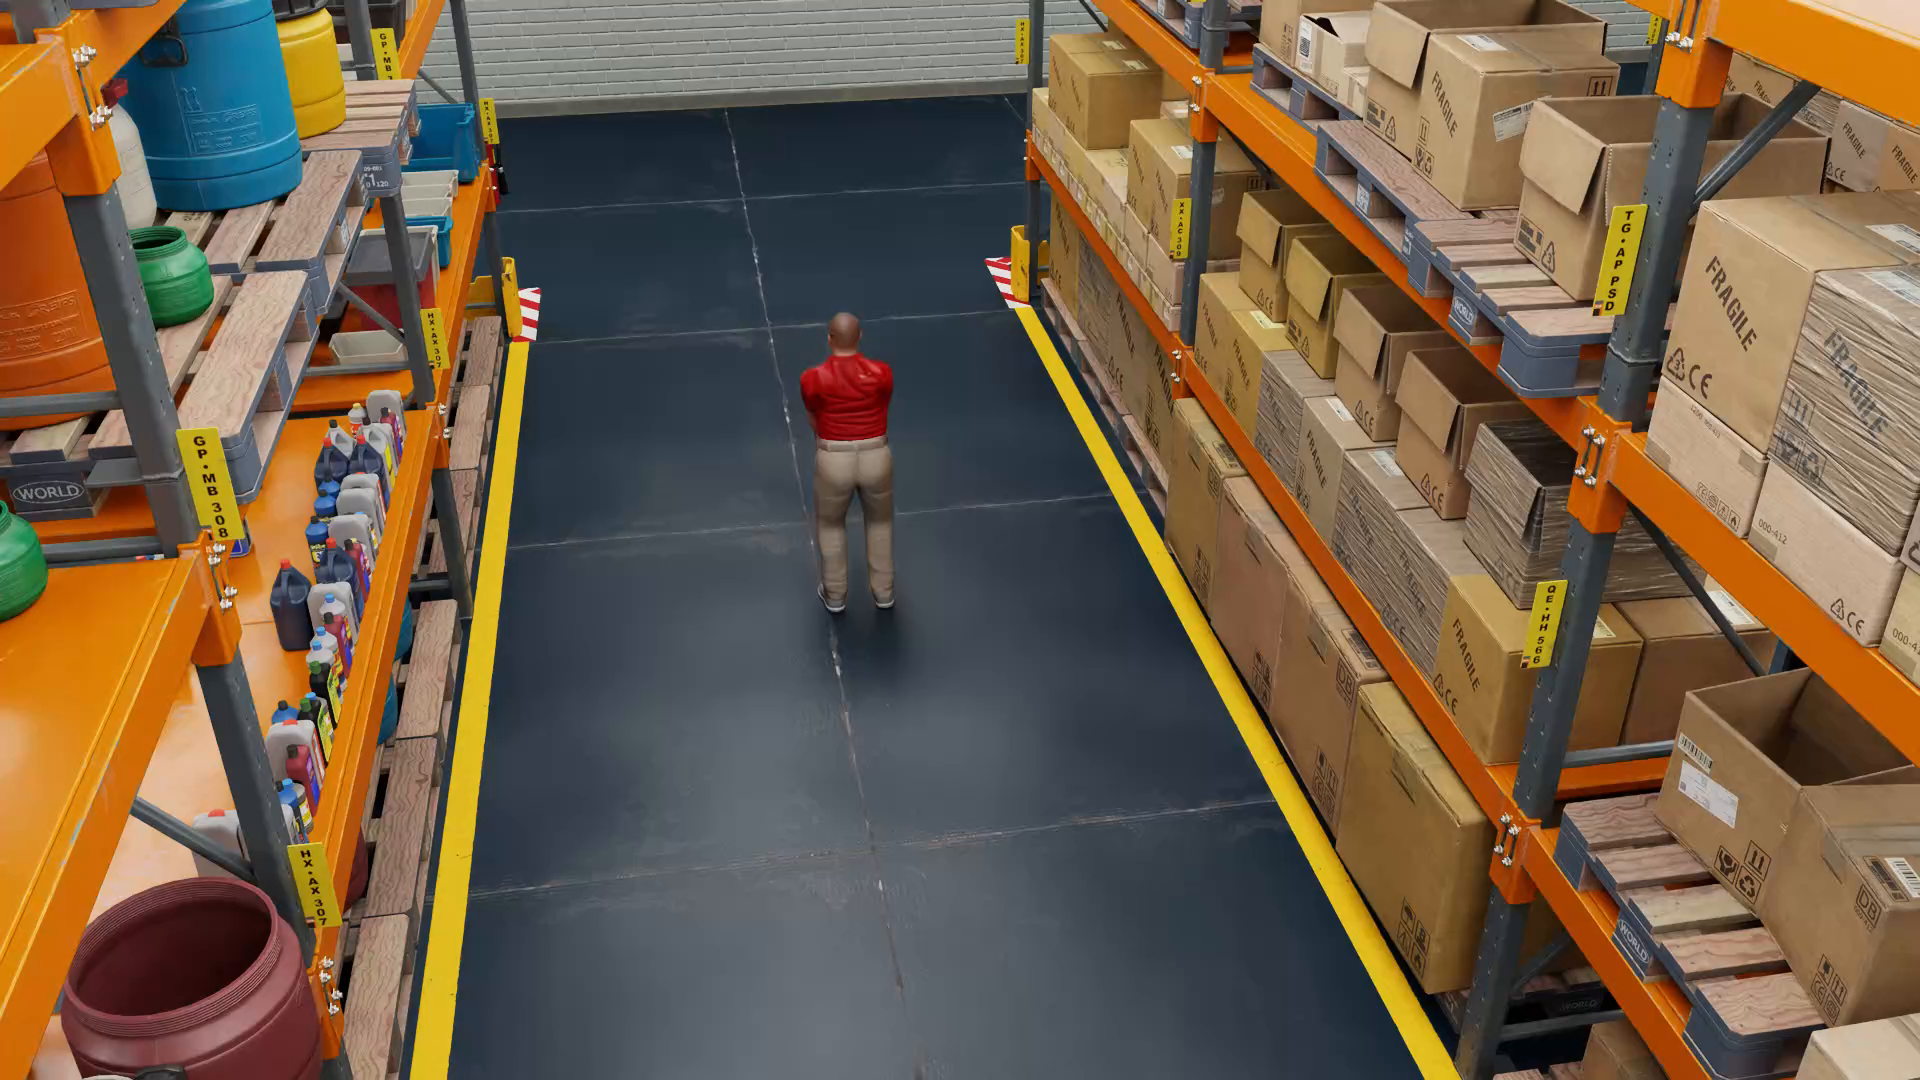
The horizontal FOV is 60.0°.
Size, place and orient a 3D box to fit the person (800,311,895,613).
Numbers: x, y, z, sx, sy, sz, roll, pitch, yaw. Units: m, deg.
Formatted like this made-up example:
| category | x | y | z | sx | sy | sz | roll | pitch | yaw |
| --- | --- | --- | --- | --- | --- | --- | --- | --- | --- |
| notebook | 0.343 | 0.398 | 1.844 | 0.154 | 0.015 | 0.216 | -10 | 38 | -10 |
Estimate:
| category | x | y | z | sx | sy | sz | roll | pitch | yaw |
| --- | --- | --- | --- | --- | --- | --- | --- | --- | --- |
| person | -0.600 | -0.445 | 8.920 | 0.490 | 1.726 | 0.548 | -6 | 31 | -10 |
